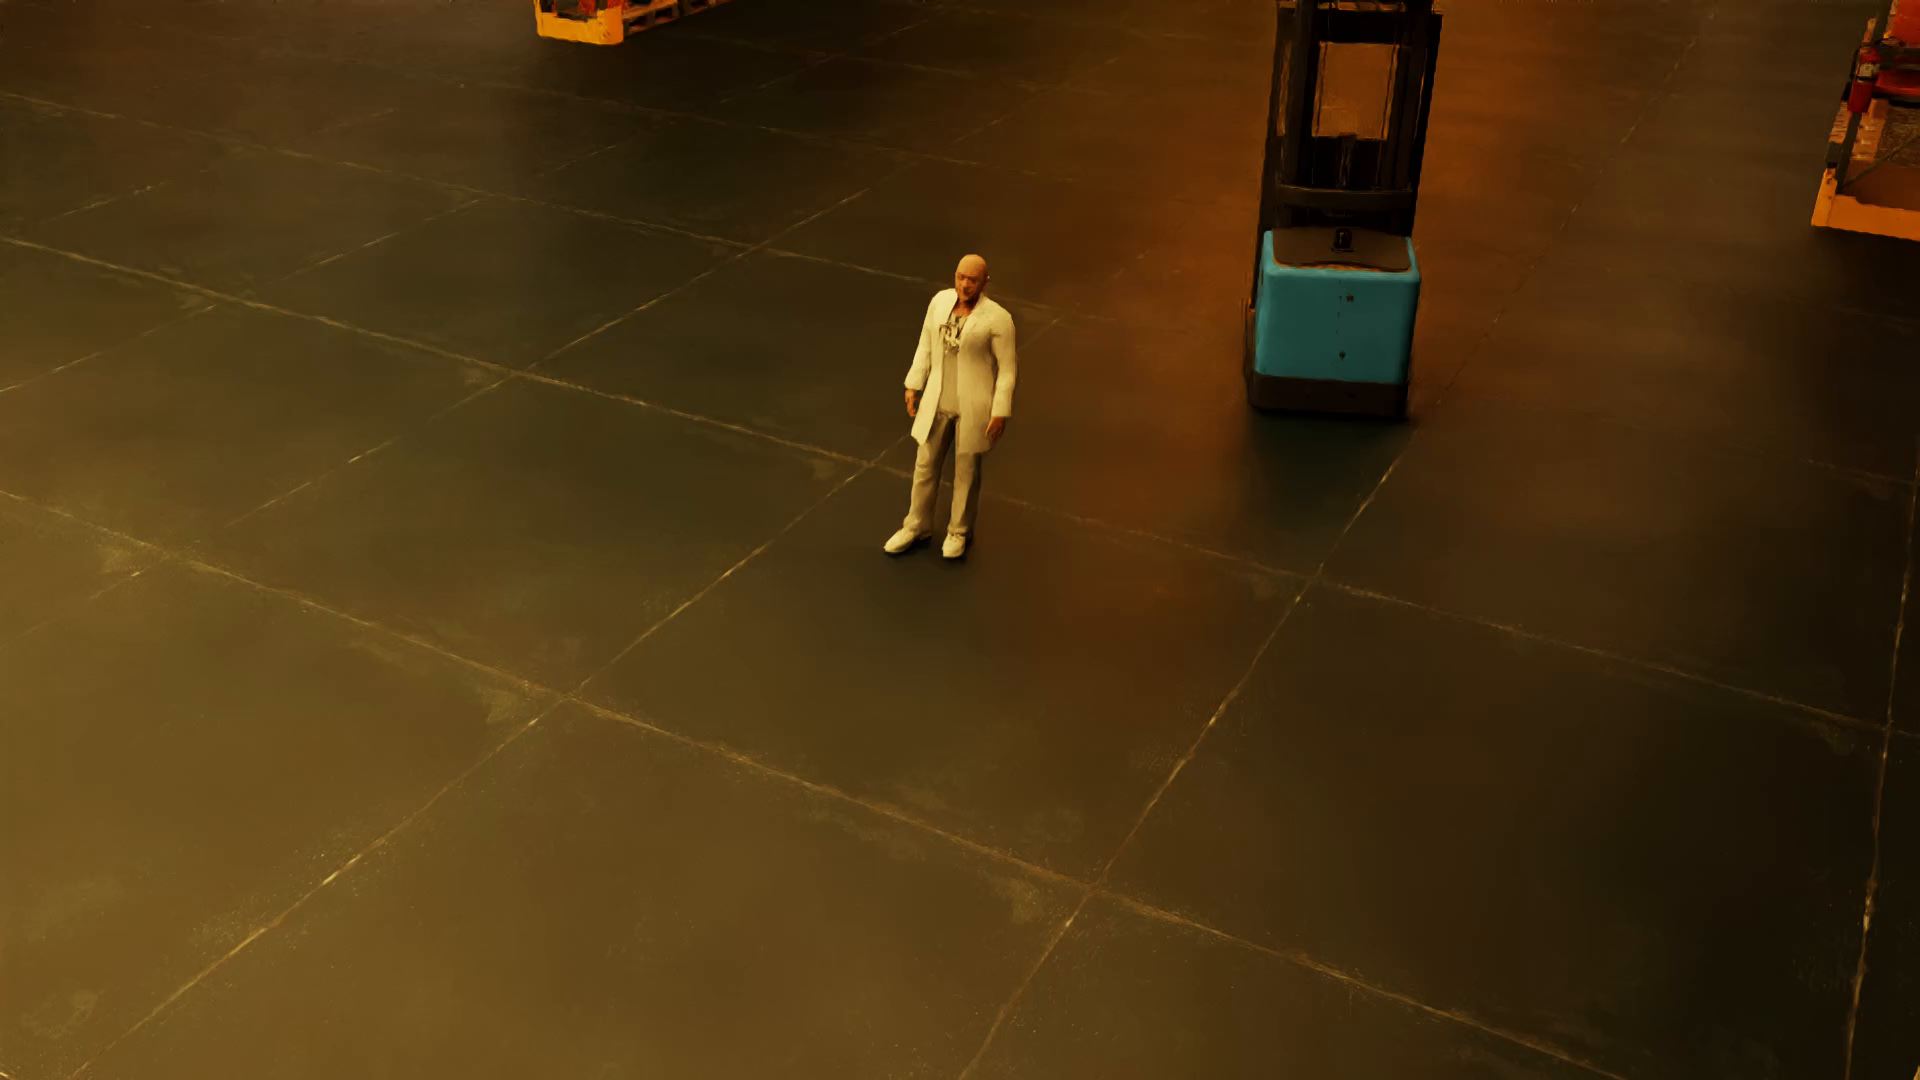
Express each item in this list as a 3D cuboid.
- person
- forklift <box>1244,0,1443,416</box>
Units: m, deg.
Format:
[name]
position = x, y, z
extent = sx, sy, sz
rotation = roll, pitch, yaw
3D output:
[person]
position = -0.048, -0.737, 9.488
extent = 0.694, 1.776, 0.579
rotation = 15, 33, 25
[forklift]
position = 2.745, -2.830, 11.974
extent = 1.130, 2.935, 3.031
rotation = 4, 30, 8
